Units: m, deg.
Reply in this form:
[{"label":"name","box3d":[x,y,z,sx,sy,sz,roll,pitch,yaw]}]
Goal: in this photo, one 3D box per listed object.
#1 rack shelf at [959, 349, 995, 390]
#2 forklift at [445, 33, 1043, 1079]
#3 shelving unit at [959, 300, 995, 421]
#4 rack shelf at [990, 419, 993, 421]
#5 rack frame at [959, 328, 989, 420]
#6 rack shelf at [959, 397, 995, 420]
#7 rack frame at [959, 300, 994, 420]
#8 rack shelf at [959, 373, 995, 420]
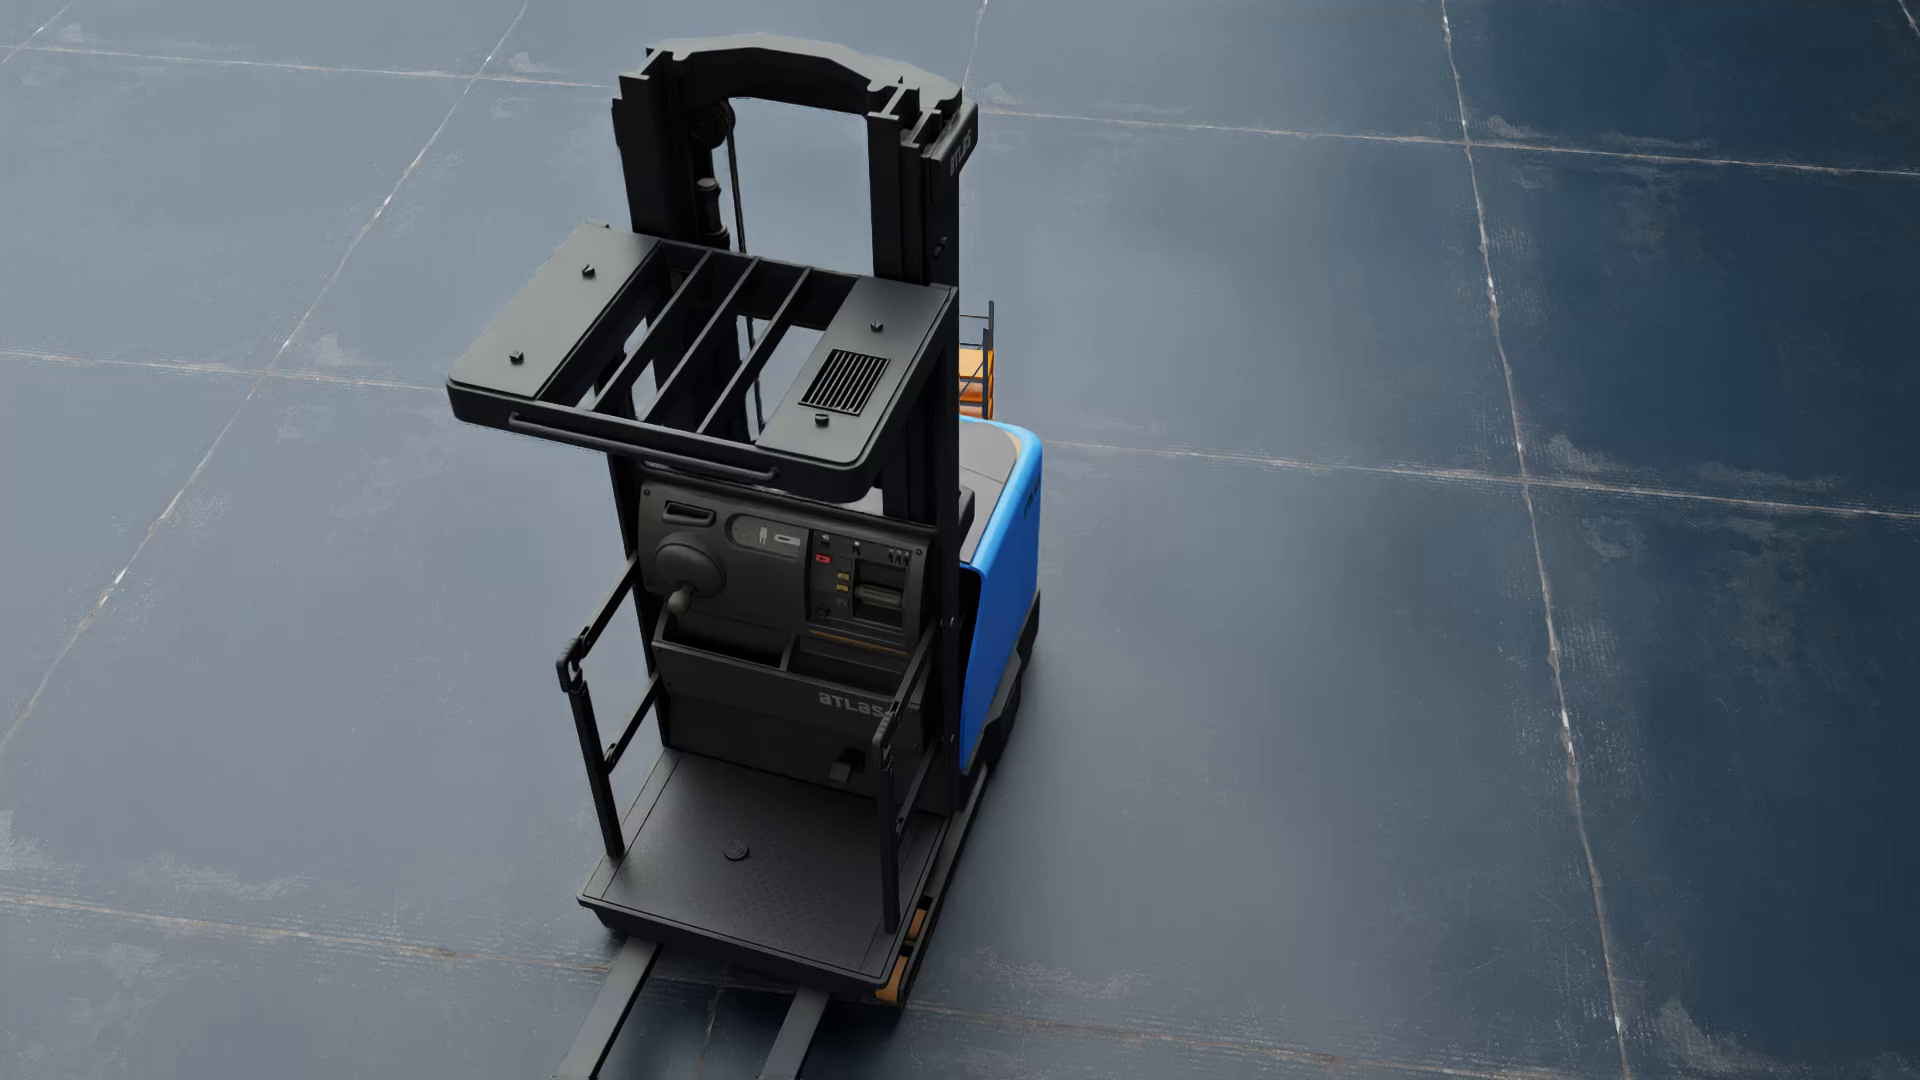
[{"label":"rack shelf","box3d":[0.002,-0.675,6.631,0.258,0.103,0.180,5,44,6]},{"label":"forklift","box3d":[-0.611,0.177,4.932,1.130,2.935,3.031,12,45,13]},{"label":"shelving unit","box3d":[0.002,-0.446,6.848,0.258,1.200,0.189,5,44,6]},{"label":"rack shelf","box3d":[0.002,-0.413,6.878,0.258,0.103,0.180,5,44,6]},{"label":"rack frame","box3d":[-0.010,-0.383,6.782,0.240,1.200,0.006,5,44,6]},{"label":"rack shelf","box3d":[0.002,-0.500,6.796,0.258,0.103,0.180,5,44,6]},{"label":"rack frame","box3d":[0.014,-0.508,6.914,0.240,1.200,0.006,5,44,6]},{"label":"rack shelf","box3d":[0.002,-0.588,6.713,0.258,0.103,0.180,5,44,6]}]
